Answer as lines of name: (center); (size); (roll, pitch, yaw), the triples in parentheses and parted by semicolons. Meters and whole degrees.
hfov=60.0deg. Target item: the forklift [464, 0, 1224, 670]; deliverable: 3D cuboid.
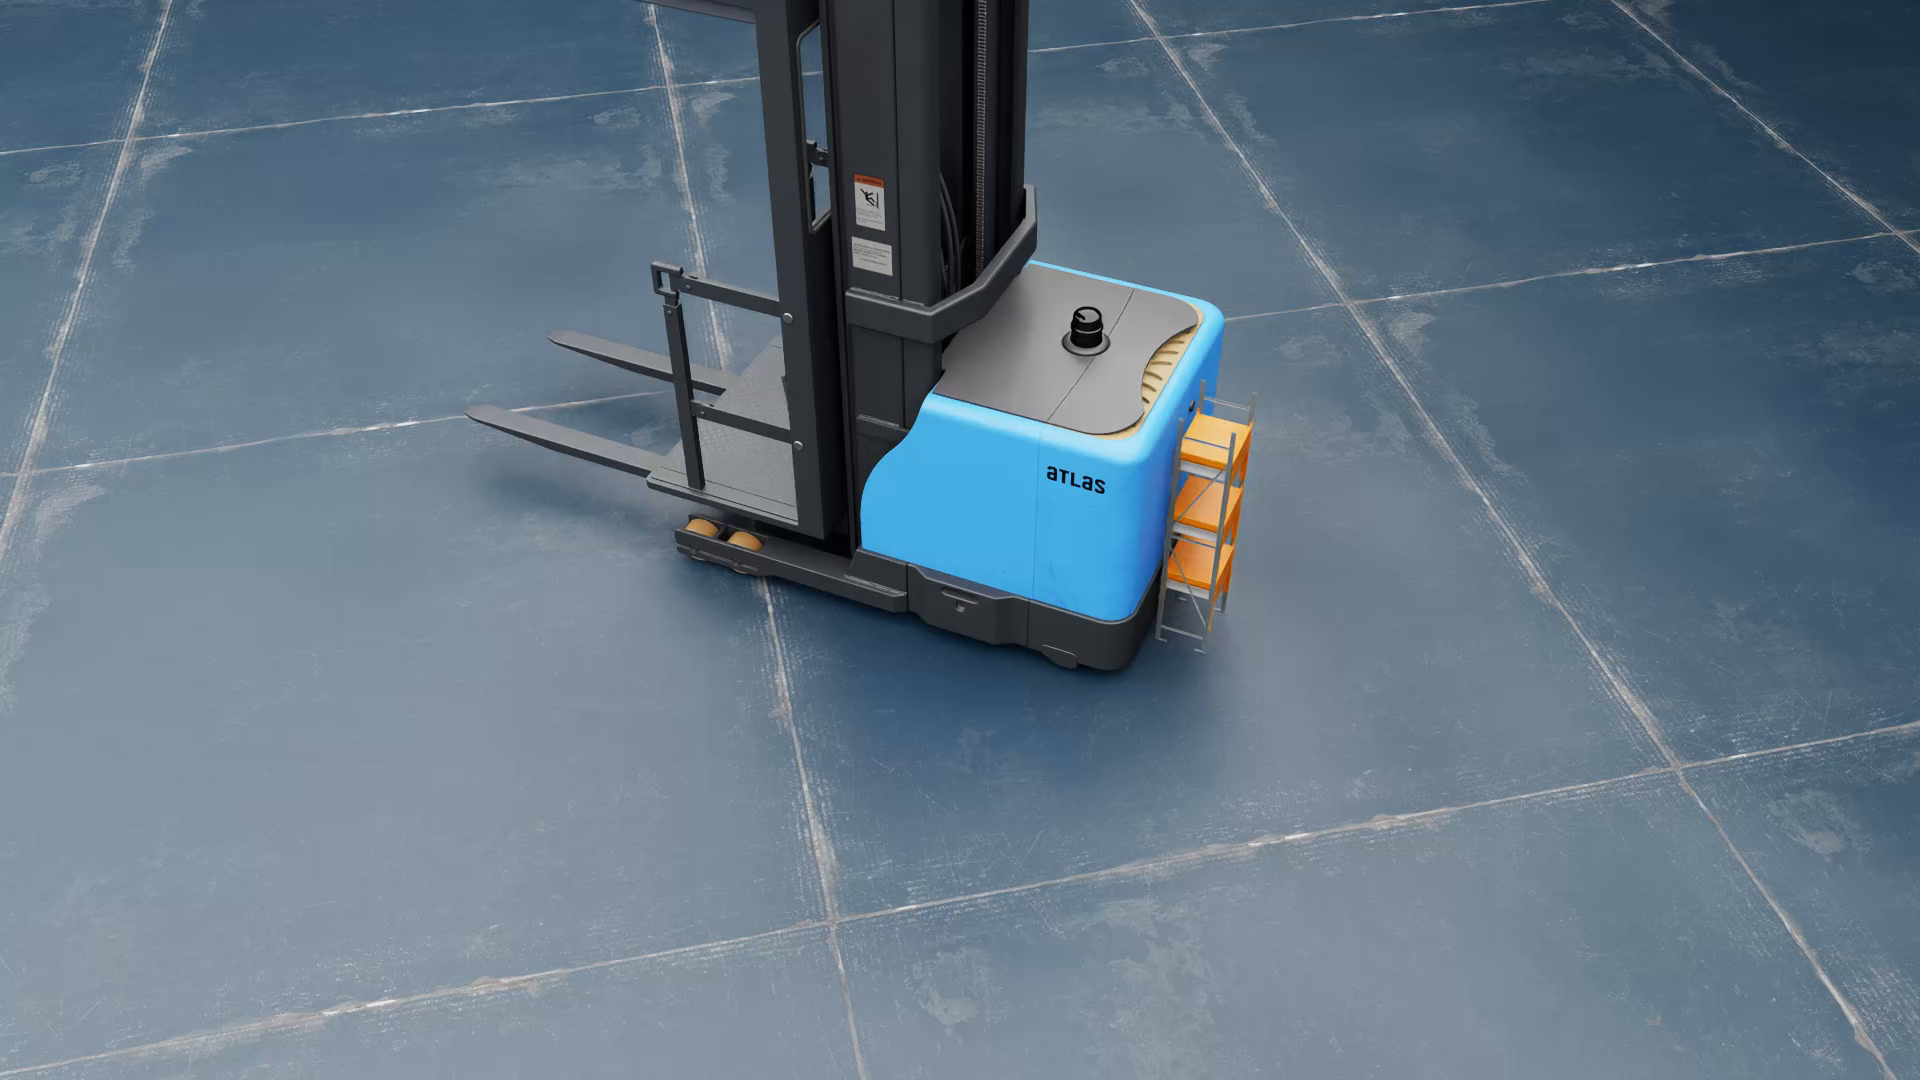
forklift: (-0.577, -1.265, 5.967); (3.031, 2.935, 1.130); (16, 44, 18)

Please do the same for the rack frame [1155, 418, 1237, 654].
rack frame: (0.835, 0.009, 5.949); (0.200, 1.050, 0.008); (16, 44, 18)

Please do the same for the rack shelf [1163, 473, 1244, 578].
rack shelf: (0.884, -0.057, 6.040); (0.215, 0.259, 0.240); (16, 44, 18)

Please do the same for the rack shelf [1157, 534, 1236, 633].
rack shelf: (0.884, 0.150, 6.224); (0.215, 0.259, 0.240); (16, 44, 18)

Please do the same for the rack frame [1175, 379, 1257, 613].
rack frame: (0.933, -0.139, 6.116); (0.200, 1.050, 0.008); (16, 44, 18)

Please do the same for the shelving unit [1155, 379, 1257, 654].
shelving unit: (0.884, -0.065, 6.033); (0.215, 1.050, 0.252); (16, 44, 18)

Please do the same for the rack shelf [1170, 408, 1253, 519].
rack shelf: (0.884, -0.270, 5.851); (0.215, 0.259, 0.240); (16, 44, 18)
